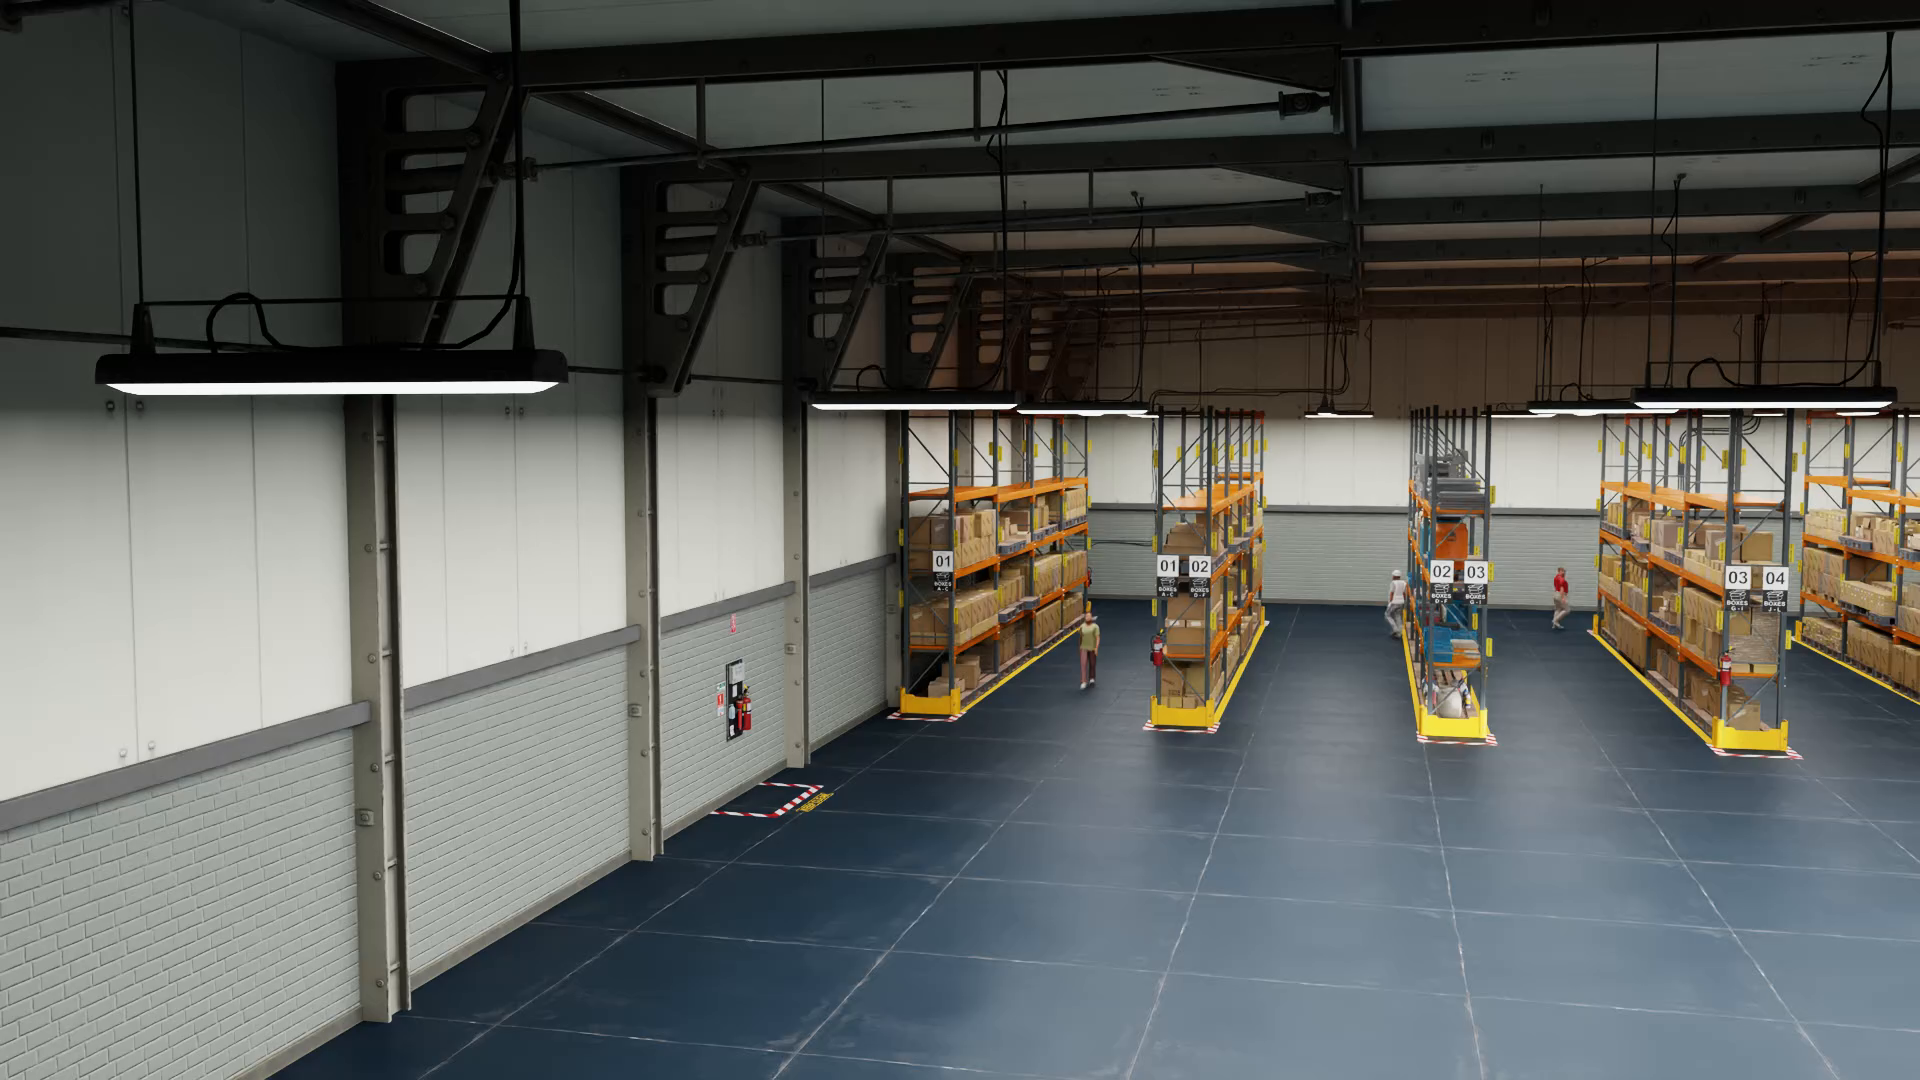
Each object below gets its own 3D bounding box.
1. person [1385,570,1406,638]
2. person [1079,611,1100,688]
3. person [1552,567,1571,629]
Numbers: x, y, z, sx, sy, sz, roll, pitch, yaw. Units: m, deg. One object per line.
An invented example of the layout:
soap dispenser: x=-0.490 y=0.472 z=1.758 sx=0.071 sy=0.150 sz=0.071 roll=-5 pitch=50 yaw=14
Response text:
person: x=11.533 y=1.681 z=43.920 sx=0.609 sy=1.783 sz=0.436 roll=-2 pitch=5 yaw=-31
person: x=2.782 y=2.336 z=35.695 sx=0.444 sy=1.604 sz=1.072 roll=0 pitch=4 yaw=5
person: x=16.424 y=1.585 z=45.531 sx=0.478 sy=1.728 sz=0.576 roll=0 pitch=4 yaw=1
